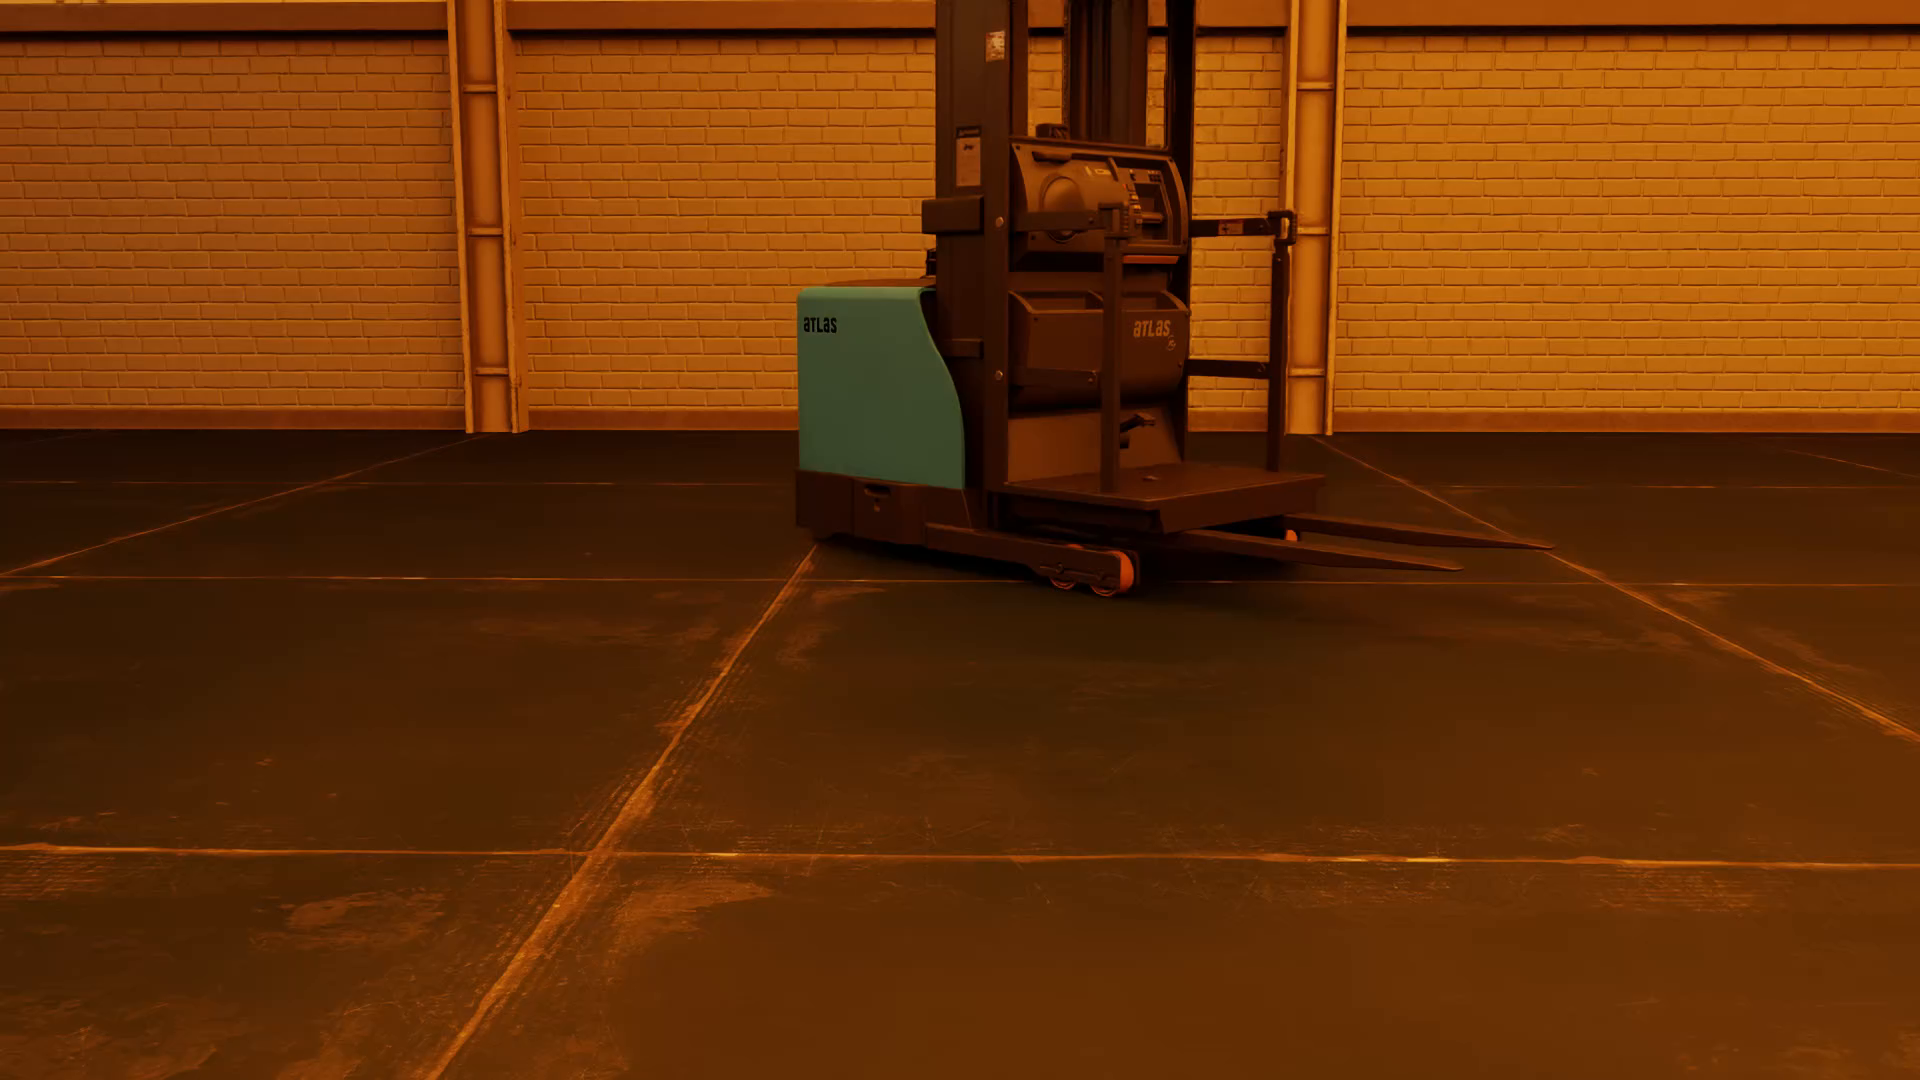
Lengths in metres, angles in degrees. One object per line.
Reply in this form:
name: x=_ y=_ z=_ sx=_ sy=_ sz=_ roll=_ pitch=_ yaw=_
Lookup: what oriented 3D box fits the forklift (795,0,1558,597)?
forklift: x=0.691 y=-1.337 z=6.172 sx=1.130 sy=2.935 sz=3.031 roll=-8 pitch=12 yaw=-44
